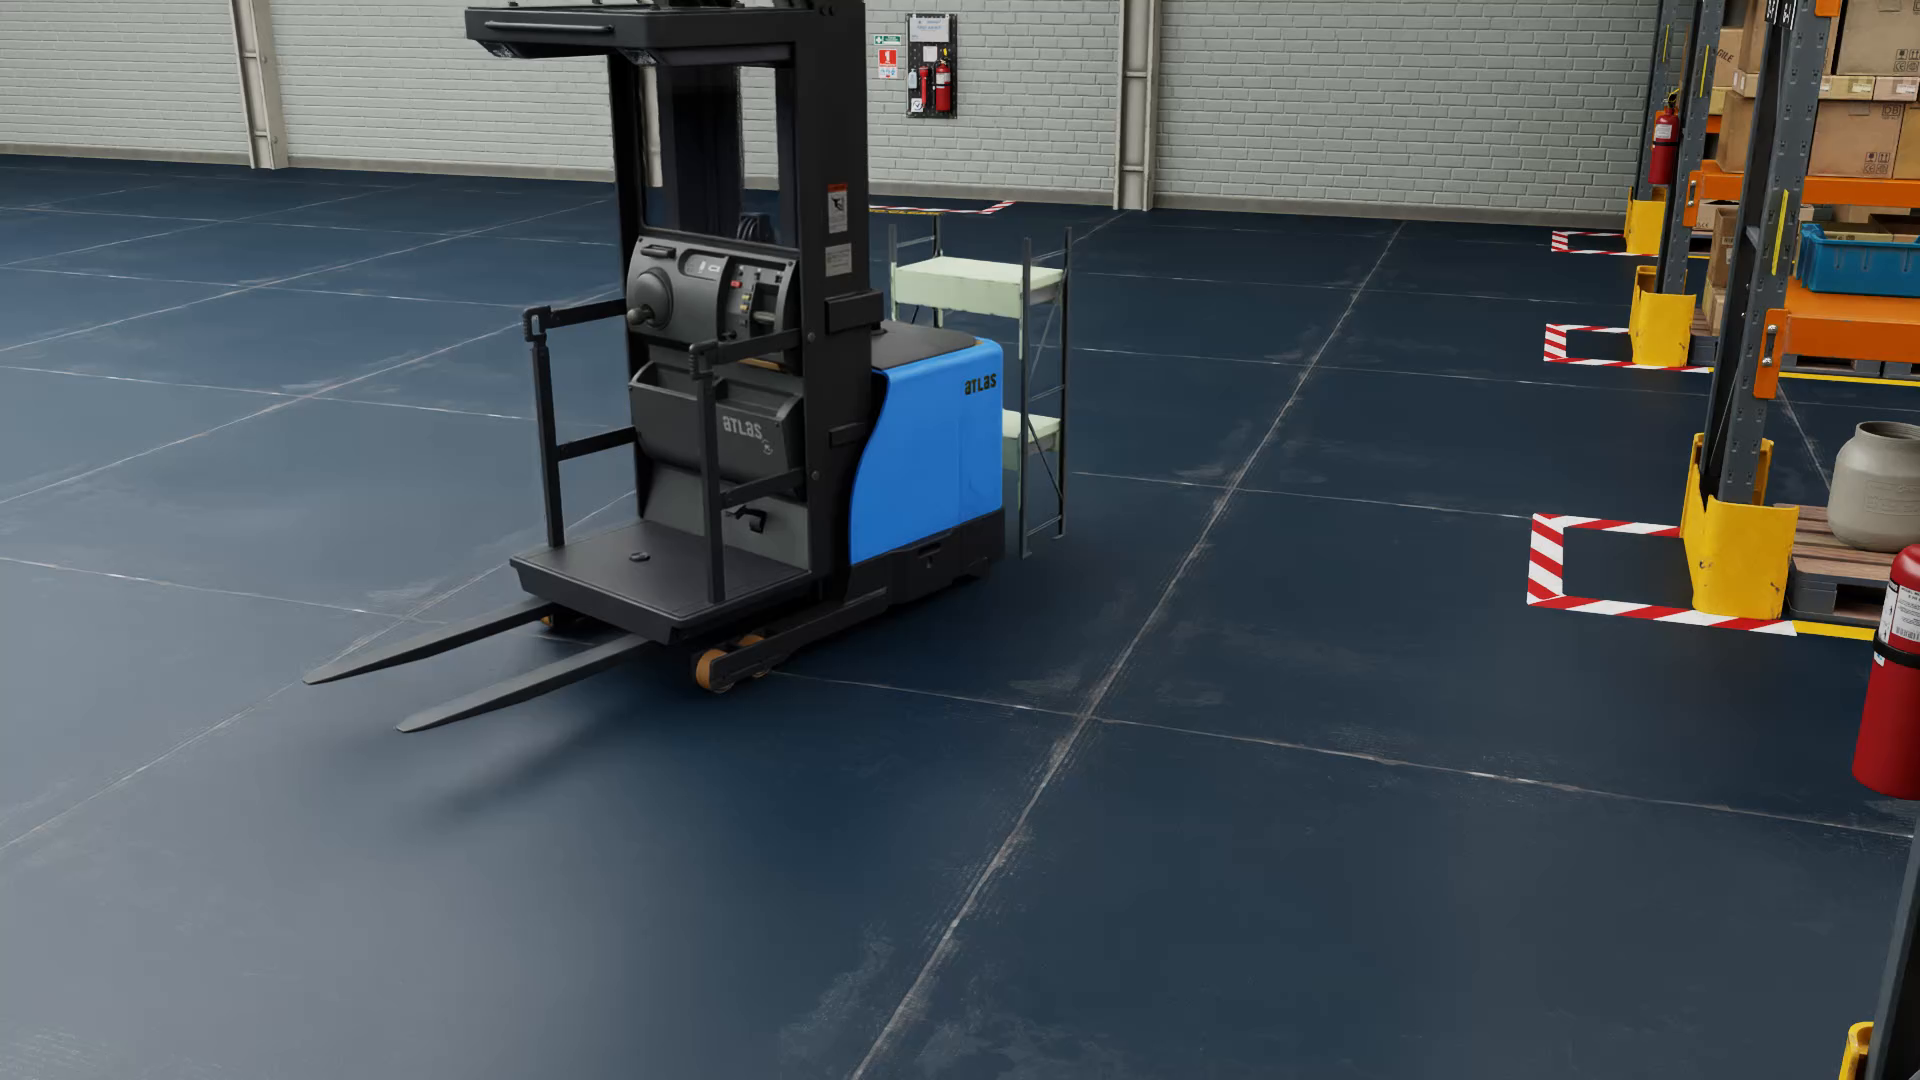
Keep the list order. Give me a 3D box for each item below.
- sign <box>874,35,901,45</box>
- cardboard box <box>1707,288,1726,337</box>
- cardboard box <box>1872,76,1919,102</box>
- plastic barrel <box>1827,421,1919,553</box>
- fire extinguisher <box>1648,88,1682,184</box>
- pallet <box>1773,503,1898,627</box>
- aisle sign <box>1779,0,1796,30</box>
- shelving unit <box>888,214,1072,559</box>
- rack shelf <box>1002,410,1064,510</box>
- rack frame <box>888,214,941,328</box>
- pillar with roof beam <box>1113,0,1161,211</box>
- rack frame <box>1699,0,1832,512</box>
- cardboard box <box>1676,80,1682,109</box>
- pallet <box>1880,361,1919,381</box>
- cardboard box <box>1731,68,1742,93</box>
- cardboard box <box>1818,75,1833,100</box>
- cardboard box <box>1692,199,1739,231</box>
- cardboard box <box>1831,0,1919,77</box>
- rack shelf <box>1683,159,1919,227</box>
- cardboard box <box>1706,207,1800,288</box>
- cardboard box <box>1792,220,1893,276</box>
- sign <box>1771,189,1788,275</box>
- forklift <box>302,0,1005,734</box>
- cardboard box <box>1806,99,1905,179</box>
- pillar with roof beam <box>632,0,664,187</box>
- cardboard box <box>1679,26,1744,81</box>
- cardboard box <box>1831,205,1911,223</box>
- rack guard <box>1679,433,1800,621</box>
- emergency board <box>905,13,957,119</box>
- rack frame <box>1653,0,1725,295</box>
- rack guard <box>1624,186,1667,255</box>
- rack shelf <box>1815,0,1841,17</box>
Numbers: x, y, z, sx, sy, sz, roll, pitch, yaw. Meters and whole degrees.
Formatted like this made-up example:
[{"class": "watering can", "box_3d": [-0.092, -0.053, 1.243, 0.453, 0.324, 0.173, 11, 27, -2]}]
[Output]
[{"class": "sign", "box_3d": [-0.842, -5.817, 19.347, 0.331, 0.109, 0.001, 7, 20, 18]}, {"class": "cardboard box", "box_3d": [5.501, -1.573, 11.571, 0.500, 0.250, 0.500, 7, 20, 18]}, {"class": "cardboard box", "box_3d": [6.090, -2.961, 10.877, 0.250, 0.149, 0.380, 6, 20, 17]}, {"class": "plastic barrel", "box_3d": [4.085, -0.237, 7.340, 0.421, 0.512, 0.421, 0, 19, 0]}, {"class": "fire extinguisher", "box_3d": [5.108, -2.921, 12.016, 0.183, 0.674, 0.296, 7, 20, 18]}, {"class": "pallet", "box_3d": [4.291, 0.139, 7.356, 1.213, 0.211, 1.003, 7, 20, 18]}, {"class": "aisle sign", "box_3d": [3.274, -2.405, 6.468, 0.004, 0.787, 0.394, 7, 20, 18]}, {"class": "shelving unit", "box_3d": [0.092, -0.743, 7.929, 0.755, 1.500, 0.431, 12, 23, 31]}, {"class": "rack shelf", "box_3d": [0.092, -0.435, 8.036, 0.720, 0.370, 0.431, 12, 23, 31]}, {"class": "rack frame", "box_3d": [-0.213, -0.809, 8.120, 0.023, 1.500, 0.400, 12, 23, 31]}, {"class": "pillar with roof beam", "box_3d": [0.554, -6.677, 13.558, 0.400, 9.000, 9.100, 7, 20, 18]}, {"class": "rack frame", "box_3d": [3.438, -1.260, 7.135, 0.127, 3.000, 1.000, 7, 20, 18]}, {"class": "cardboard box", "box_3d": [7.195, -4.289, 16.021, 0.500, 0.250, 0.500, 7, 20, 19]}, {"class": "pallet", "box_3d": [6.952, -1.282, 11.432, 1.213, 0.211, 1.003, 7, 20, 18]}, {"class": "cardboard box", "box_3d": [5.491, -3.172, 11.481, 0.250, 0.149, 0.380, 6, 20, 17]}, {"class": "cardboard box", "box_3d": [5.618, -3.017, 11.036, 0.250, 0.149, 0.380, 6, 20, 17]}, {"class": "cardboard box", "box_3d": [7.313, -3.176, 16.047, 0.500, 0.311, 0.500, 4, 20, 12]}, {"class": "cardboard box", "box_3d": [6.053, -3.345, 10.992, 0.500, 0.500, 0.700, 6, 20, 17]}, {"class": "rack shelf", "box_3d": [6.957, -2.244, 11.051, 4.000, 0.370, 1.077, 7, 20, 18]}, {"class": "cardboard box", "box_3d": [5.672, -2.089, 11.911, 0.500, 0.500, 0.500, 7, 20, 18]}, {"class": "cardboard box", "box_3d": [5.974, -1.874, 11.294, 0.500, 0.500, 0.500, 7, 20, 18]}, {"class": "sign", "box_3d": [3.254, -1.221, 6.600, 0.005, 0.325, 0.100, 7, 20, 18]}, {"class": "forklift", "box_3d": [-1.130, -0.982, 6.439, 1.130, 2.935, 3.031, 16, 25, 38]}, {"class": "cardboard box", "box_3d": [6.002, -2.738, 11.221, 0.500, 0.500, 0.700, 7, 20, 19]}, {"class": "pillar with roof beam", "box_3d": [-5.114, -7.325, 15.418, 0.400, 9.000, 9.100, 7, 20, 18]}, {"class": "cardboard box", "box_3d": [7.204, -4.649, 15.913, 0.500, 0.500, 0.500, 6, 20, 17]}, {"class": "cardboard box", "box_3d": [8.529, -3.109, 15.568, 0.500, 0.500, 0.700, 5, 20, 15]}, {"class": "rack guard", "box_3d": [3.525, -0.087, 7.565, 0.348, 0.500, 1.175, 7, 20, 18]}, {"class": "emergency board", "box_3d": [-0.355, -5.461, 19.186, 0.643, 1.169, 0.194, 7, 20, 18]}, {"class": "rack frame", "box_3d": [5.067, -2.800, 11.552, 0.127, 3.000, 1.000, 7, 20, 18]}, {"class": "rack guard", "box_3d": [6.761, -3.152, 16.360, 0.348, 0.500, 1.175, 7, 20, 18]}, {"class": "rack shelf", "box_3d": [5.327, -2.121, 6.140, 4.000, 0.370, 1.077, 7, 20, 18]}]
